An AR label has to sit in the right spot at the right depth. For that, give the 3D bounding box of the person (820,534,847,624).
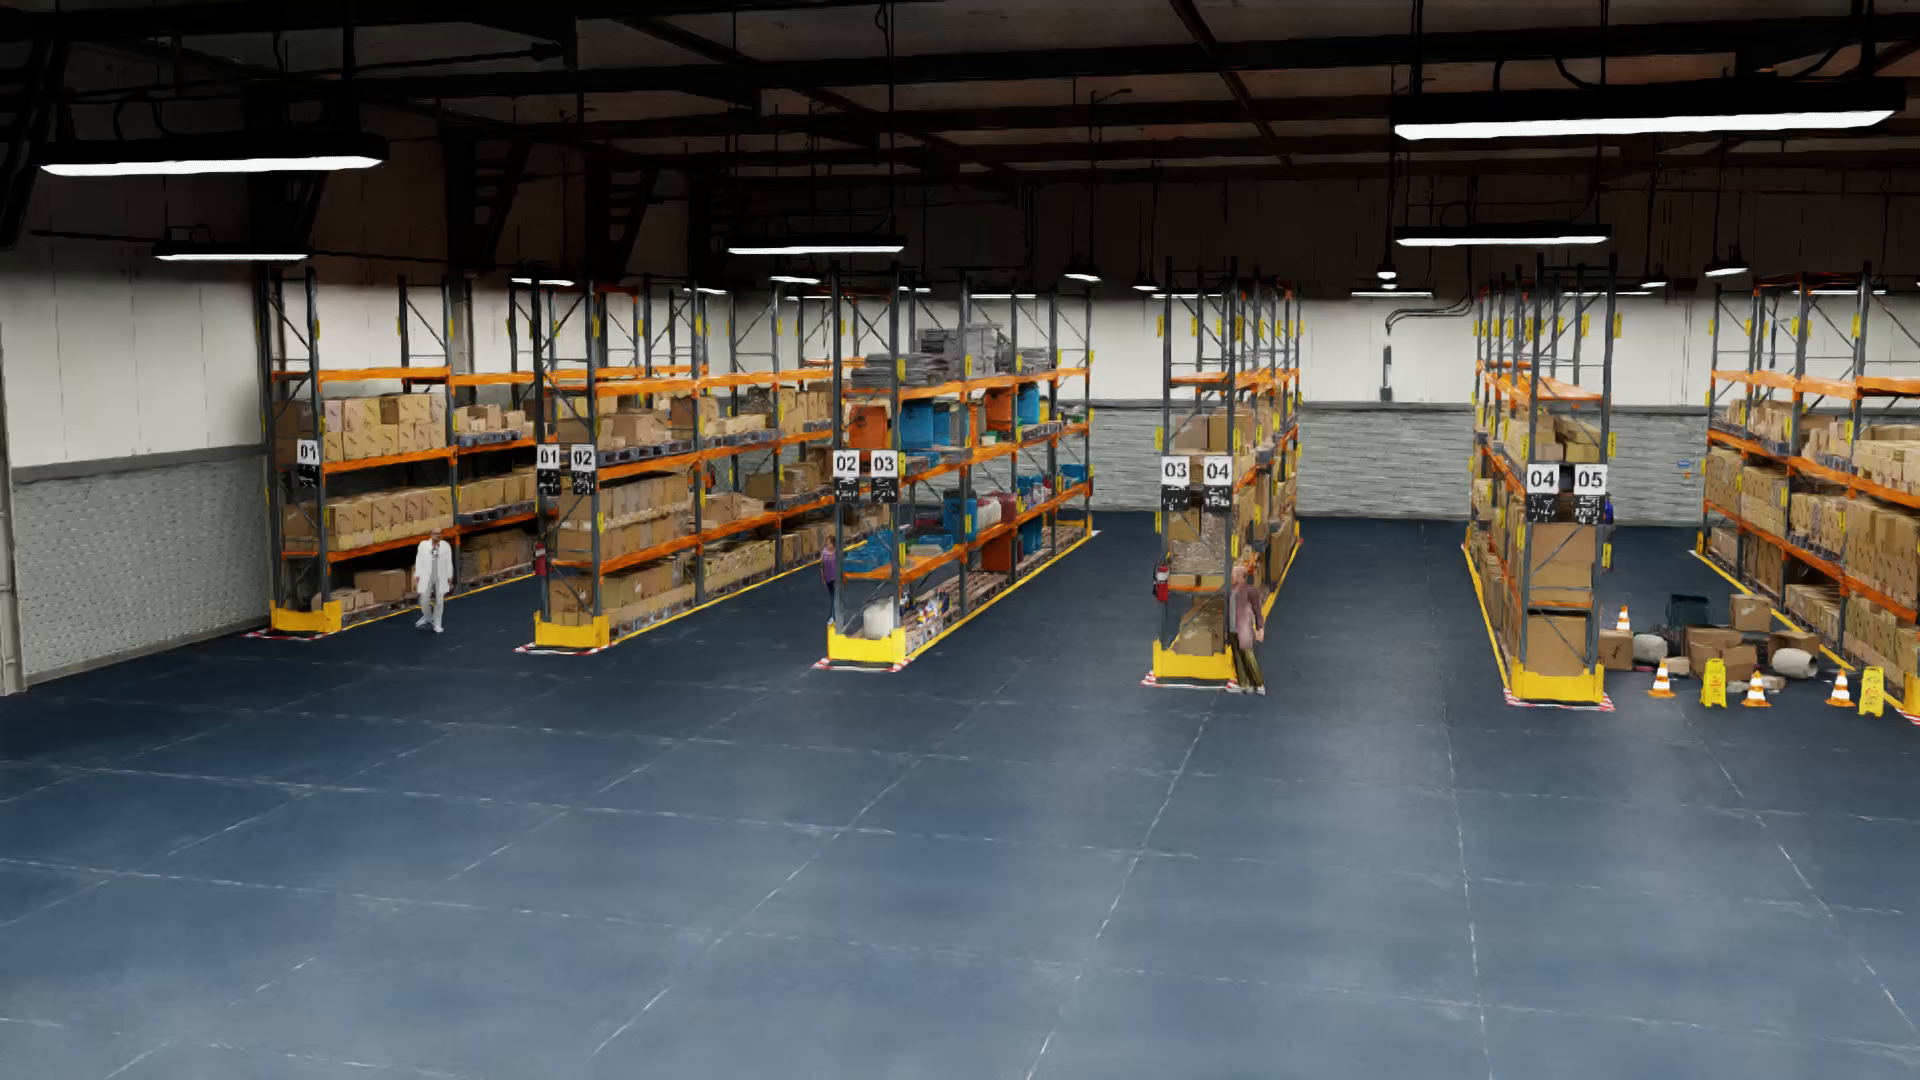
[{"bbox_3d":[-2.172,0.703,28.362,0.417,1.401,1.038,2,8,18],"label":"person"}]

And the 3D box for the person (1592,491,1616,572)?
[{"bbox_3d":[13.320,-0.185,34.404,0.549,1.642,0.573,7,10,42],"label":"person"}]

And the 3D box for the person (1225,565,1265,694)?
[{"bbox_3d":[3.954,1.323,22.901,0.470,1.582,0.695,-5,9,-33],"label":"person"}]

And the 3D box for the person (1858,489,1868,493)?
[{"bbox_3d":[18.994,-0.262,35.010,0.464,1.695,0.470,4,8,27],"label":"person"}]

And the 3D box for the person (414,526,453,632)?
[{"bbox_3d":[-8.753,0.633,27.647,0.617,1.757,0.597,-3,8,-20],"label":"person"}]
